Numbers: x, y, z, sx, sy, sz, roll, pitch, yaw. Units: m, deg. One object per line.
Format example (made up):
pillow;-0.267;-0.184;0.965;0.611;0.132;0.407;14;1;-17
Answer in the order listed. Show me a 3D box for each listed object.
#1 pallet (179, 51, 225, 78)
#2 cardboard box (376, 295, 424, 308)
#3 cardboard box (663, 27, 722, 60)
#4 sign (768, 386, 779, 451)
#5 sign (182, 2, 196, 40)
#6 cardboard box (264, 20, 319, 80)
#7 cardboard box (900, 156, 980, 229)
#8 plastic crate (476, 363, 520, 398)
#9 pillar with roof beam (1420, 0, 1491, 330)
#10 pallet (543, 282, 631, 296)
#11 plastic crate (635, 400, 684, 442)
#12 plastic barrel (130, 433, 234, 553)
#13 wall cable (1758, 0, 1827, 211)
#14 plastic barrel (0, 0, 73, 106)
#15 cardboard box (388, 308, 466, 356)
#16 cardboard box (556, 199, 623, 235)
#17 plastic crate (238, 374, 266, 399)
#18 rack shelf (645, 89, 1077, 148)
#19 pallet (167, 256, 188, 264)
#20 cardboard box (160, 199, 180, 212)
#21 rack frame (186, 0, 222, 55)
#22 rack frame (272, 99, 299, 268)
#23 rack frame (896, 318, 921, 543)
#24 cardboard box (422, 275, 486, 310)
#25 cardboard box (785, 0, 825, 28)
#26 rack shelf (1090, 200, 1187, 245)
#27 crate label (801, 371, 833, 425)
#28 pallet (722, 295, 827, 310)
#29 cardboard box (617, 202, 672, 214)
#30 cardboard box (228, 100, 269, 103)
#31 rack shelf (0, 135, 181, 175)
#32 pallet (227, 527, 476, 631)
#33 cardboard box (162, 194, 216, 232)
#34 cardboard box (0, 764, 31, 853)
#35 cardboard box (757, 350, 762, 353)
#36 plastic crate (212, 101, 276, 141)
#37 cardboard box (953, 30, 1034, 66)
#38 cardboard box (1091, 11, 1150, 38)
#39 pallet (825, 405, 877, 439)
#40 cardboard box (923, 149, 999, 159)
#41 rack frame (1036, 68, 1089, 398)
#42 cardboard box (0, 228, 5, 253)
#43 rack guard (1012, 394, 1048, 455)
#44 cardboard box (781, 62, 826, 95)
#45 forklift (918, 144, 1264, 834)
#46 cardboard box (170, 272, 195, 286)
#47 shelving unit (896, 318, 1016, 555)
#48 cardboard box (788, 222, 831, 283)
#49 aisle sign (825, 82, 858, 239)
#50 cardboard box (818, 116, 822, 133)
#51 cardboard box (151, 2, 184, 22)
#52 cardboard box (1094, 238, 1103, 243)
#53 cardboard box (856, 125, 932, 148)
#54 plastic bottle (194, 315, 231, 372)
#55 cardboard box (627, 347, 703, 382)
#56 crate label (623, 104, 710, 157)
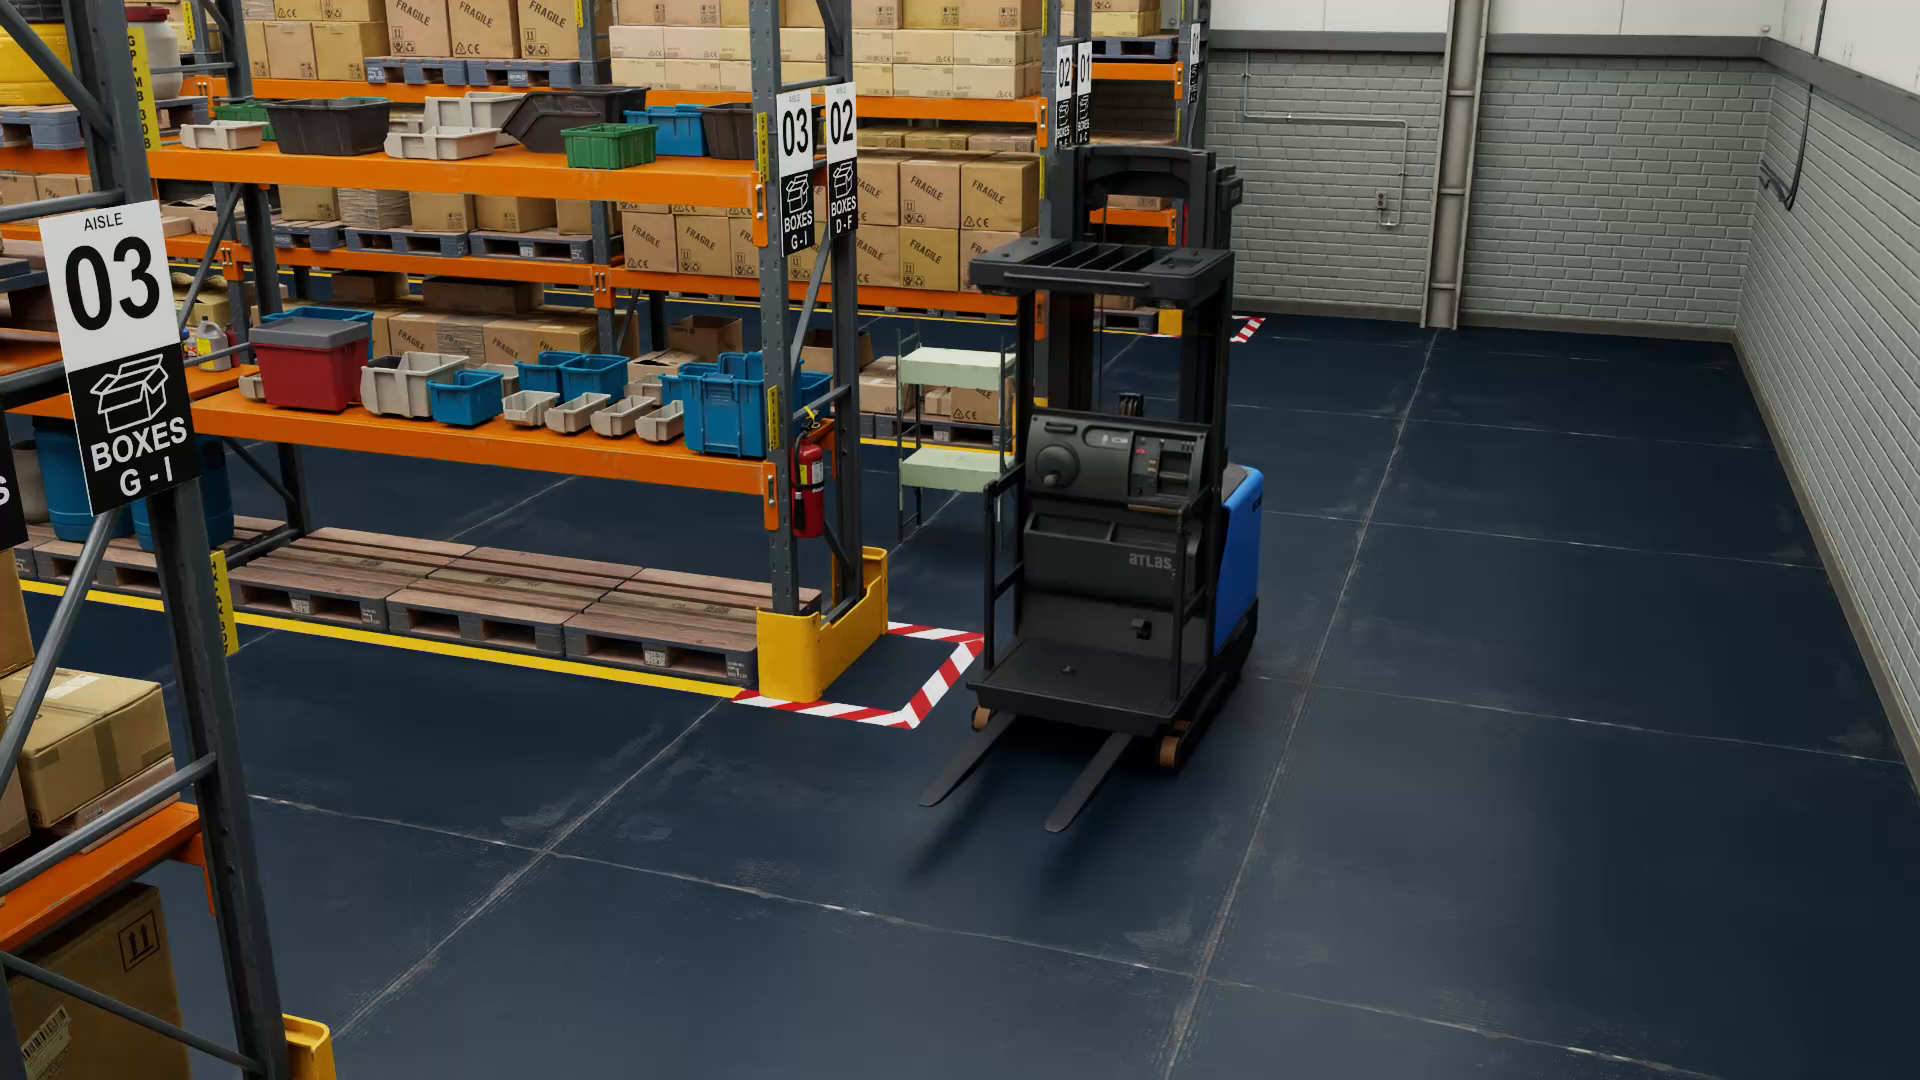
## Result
pallet;-7.394;-4.499;15.655;1.003;0.211;1.213;8;21;21
cardboard box;-5.274;-2.069;16.085;0.500;0.500;0.500;6;20;16
cardboard box;-2.094;-4.092;13.671;0.500;0.250;0.500;7;20;18
sign;-0.960;-0.627;8.568;0.005;0.325;0.100;7;20;18
sign;-6.913;-4.652;14.903;0.005;0.325;0.100;7;20;18
cardboard box;-5.818;-4.498;15.214;0.500;0.500;0.910;7;20;18
cardboard box;-0.154;-2.798;13.376;0.500;0.500;0.500;7;20;20
plastic crate;-2.830;-0.963;10.093;0.466;0.136;0.293;7;20;18
pillar with roof beam;3.878;-5.274;13.035;0.400;9.000;9.100;7;20;18
pallet;-4.381;-3.241;20.554;1.213;0.211;1.003;7;20;18
plastic crate;-1.625;-0.658;9.216;0.243;0.136;0.396;7;20;18
plastic barrel;-5.082;-0.426;10.791;0.708;0.901;0.600;7;20;18
wall cable;7.681;-4.447;15.380;0.112;2.526;3.097;7;20;18
plastic barrel;-5.502;-2.893;9.838;0.600;0.588;0.600;0;19;0
cardboard box;-4.924;-1.850;15.456;0.500;0.500;0.500;6;20;16
cardboard box;-3.319;-3.060;15.008;0.500;0.500;0.700;0;19;0
plastic crate;-4.181;-0.963;10.092;0.243;0.136;0.396;7;20;18
rack shelf;-1.055;-3.555;13.753;4.000;0.370;1.077;7;20;18
pallet;-10.682;-3.975;22.658;1.213;0.211;1.003;7;20;18
cardboard box;-10.819;-4.299;22.482;0.500;0.500;0.700;5;20;15
rack frame;-6.723;-5.959;15.000;0.127;3.000;1.000;7;20;18
rack frame;-8.880;-5.099;21.646;0.127;3.000;1.000;7;20;18
rack frame;-0.352;-0.748;11.445;0.023;1.500;0.400;7;20;18
cardboard box;-4.740;-2.366;15.795;0.500;0.250;0.500;6;20;17
cardboard box;-1.050;-4.432;13.506;0.500;0.500;0.700;7;20;18
rack shelf;0.567;-3.679;18.666;4.000;0.370;1.077;7;20;18
crate label;-0.920;-0.801;9.479;0.303;0.233;0.416;7;20;18
pallet;-2.076;-2.978;19.798;1.213;0.211;1.003;7;20;18
cardboard box;-2.592;-3.075;14.170;0.500;0.500;0.500;7;20;19
cardboard box;-9.255;-5.507;21.876;0.500;0.500;0.500;6;20;17
rack shelf;-6.463;-2.447;10.575;4.000;0.370;1.077;7;20;18
pallet;-3.866;0.230;10.596;1.213;0.211;1.003;7;20;18
cardboard box;-7.504;-3.241;16.452;0.500;0.311;0.500;6;20;17
cardboard box;-2.966;0.778;4.562;0.500;0.250;0.500;6;20;17
cardboard box;-1.605;-1.578;14.962;0.500;0.311;0.500;7;20;18
plastic crate;-4.074;-2.519;10.010;0.662;0.188;0.450;7;20;18
cardboard box;0.265;-3.820;12.889;0.500;0.250;0.500;7;20;18
cardboard box;1.677;-5.390;17.363;0.500;0.250;0.500;7;20;20
pallet;-1.140;-1.171;14.617;1.213;0.211;1.003;7;20;18
cardboard box;0.005;-2.965;13.855;0.500;0.500;0.500;7;20;19
rack frame;0.834;-2.262;13.508;0.127;3.000;1.000;7;20;18
cardboard box;-2.929;-0.931;4.191;0.500;0.500;0.700;5;20;15
rack guard;0.762;-1.090;13.943;0.348;0.500;1.175;7;20;18
cardboard box;-1.150;-3.747;13.441;0.500;0.250;0.500;7;20;18
forklift;0.706;-0.400;8.271;1.130;2.935;3.031;8;21;22
cardboard box;-8.101;-2.549;17.018;0.500;0.311;0.500;6;20;17
shelving unit;-0.006;-0.709;11.331;0.755;1.500;0.431;7;20;18
cardboard box;-1.115;-2.438;13.861;0.500;0.500;0.500;6;20;17
aisle sign;-0.630;-2.034;8.906;0.004;0.787;0.394;7;20;18
cardboard box;-1.848;-4.757;18.892;0.500;0.250;0.500;7;20;19
cardboard box;-9.911;-6.608;21.237;0.500;0.500;0.500;5;20;13
cardboard box;1.467;-3.274;18.587;0.250;0.149;0.380;7;20;18
cardboard box;-0.815;-4.313;18.935;0.700;0.700;0.980;7;20;19
plastic bottle;-4.838;-1.274;10.749;0.185;0.351;0.144;7;20;18
cardboard box;-2.619;-1.520;14.795;0.500;0.311;0.500;7;20;18
crate label;-1.561;-2.269;9.196;0.502;0.251;0.408;7;20;18
